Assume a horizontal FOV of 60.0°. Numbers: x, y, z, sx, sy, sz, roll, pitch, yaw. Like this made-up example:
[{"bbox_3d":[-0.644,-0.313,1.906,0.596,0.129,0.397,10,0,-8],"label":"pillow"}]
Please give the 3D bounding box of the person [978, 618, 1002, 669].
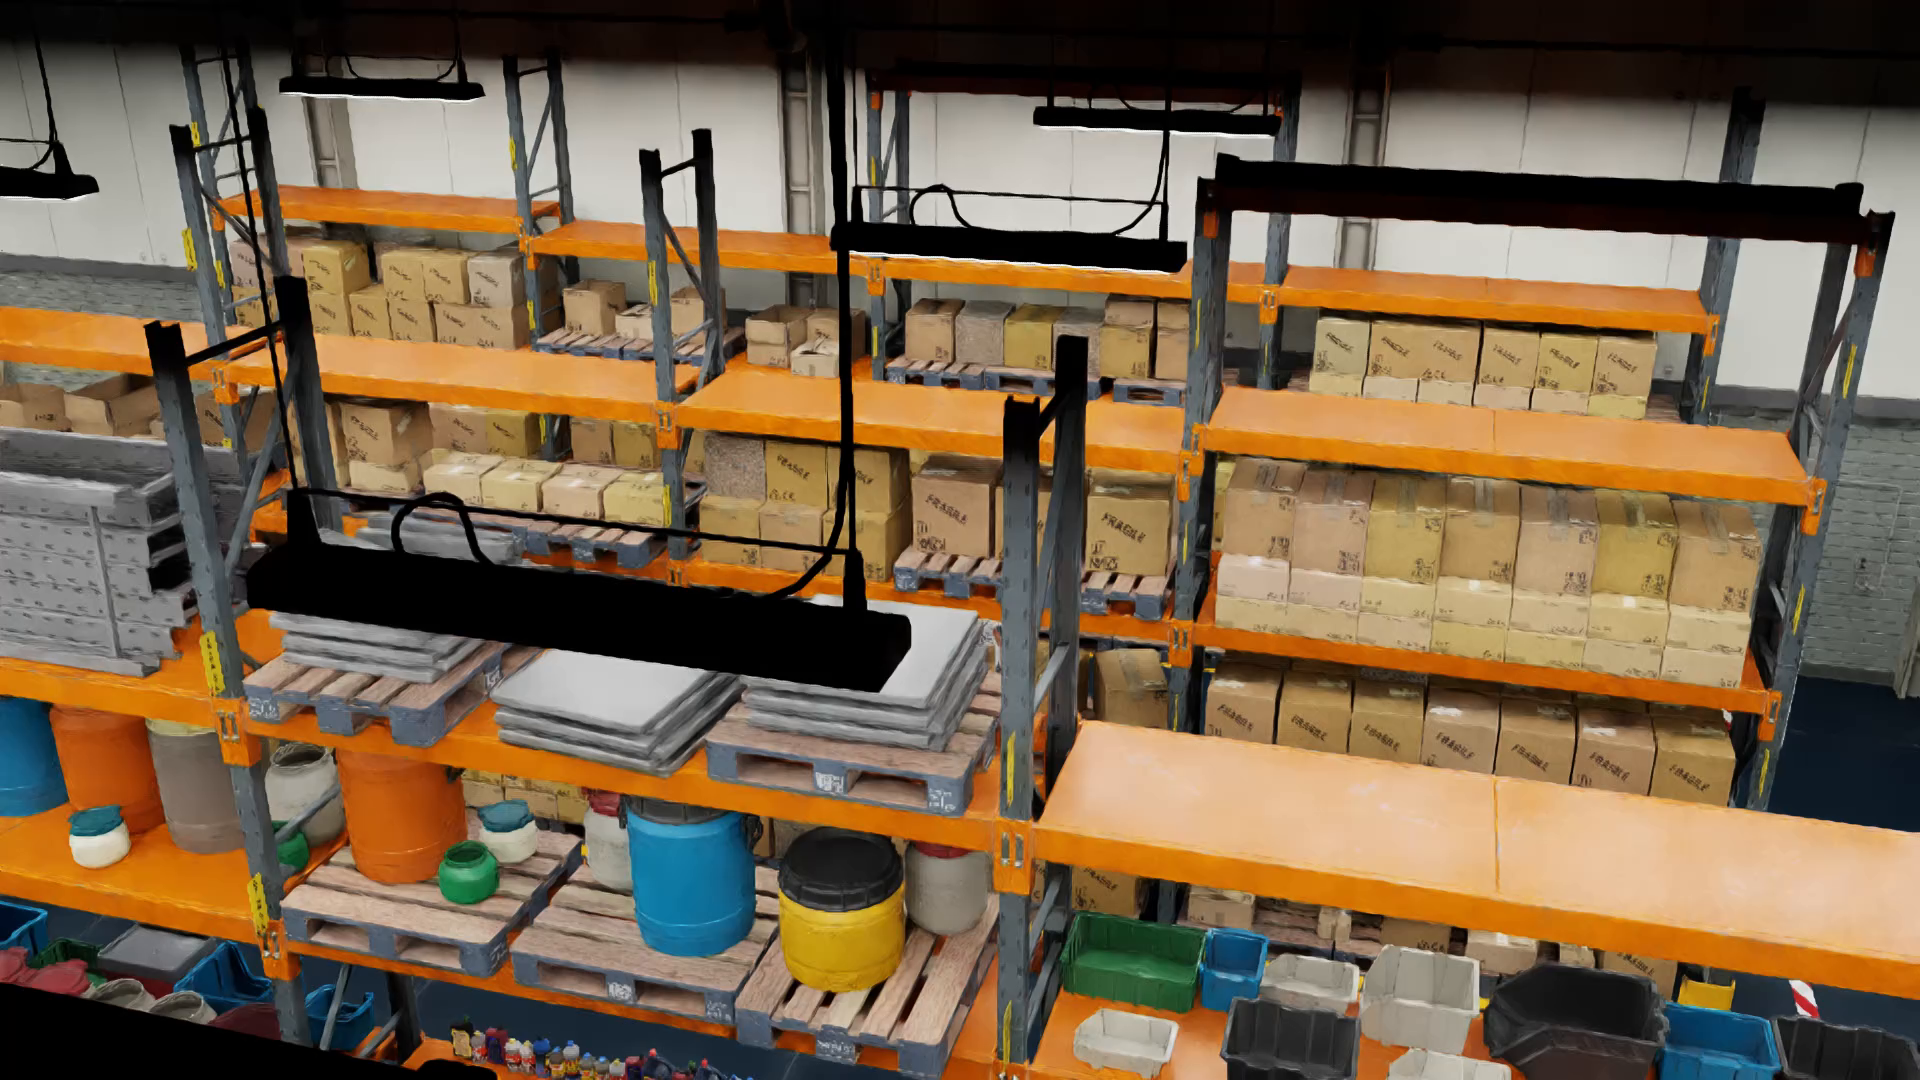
[{"bbox_3d":[0.134,1.154,15.755,1.036,1.712,0.554,6,23,14],"label":"person"}]
